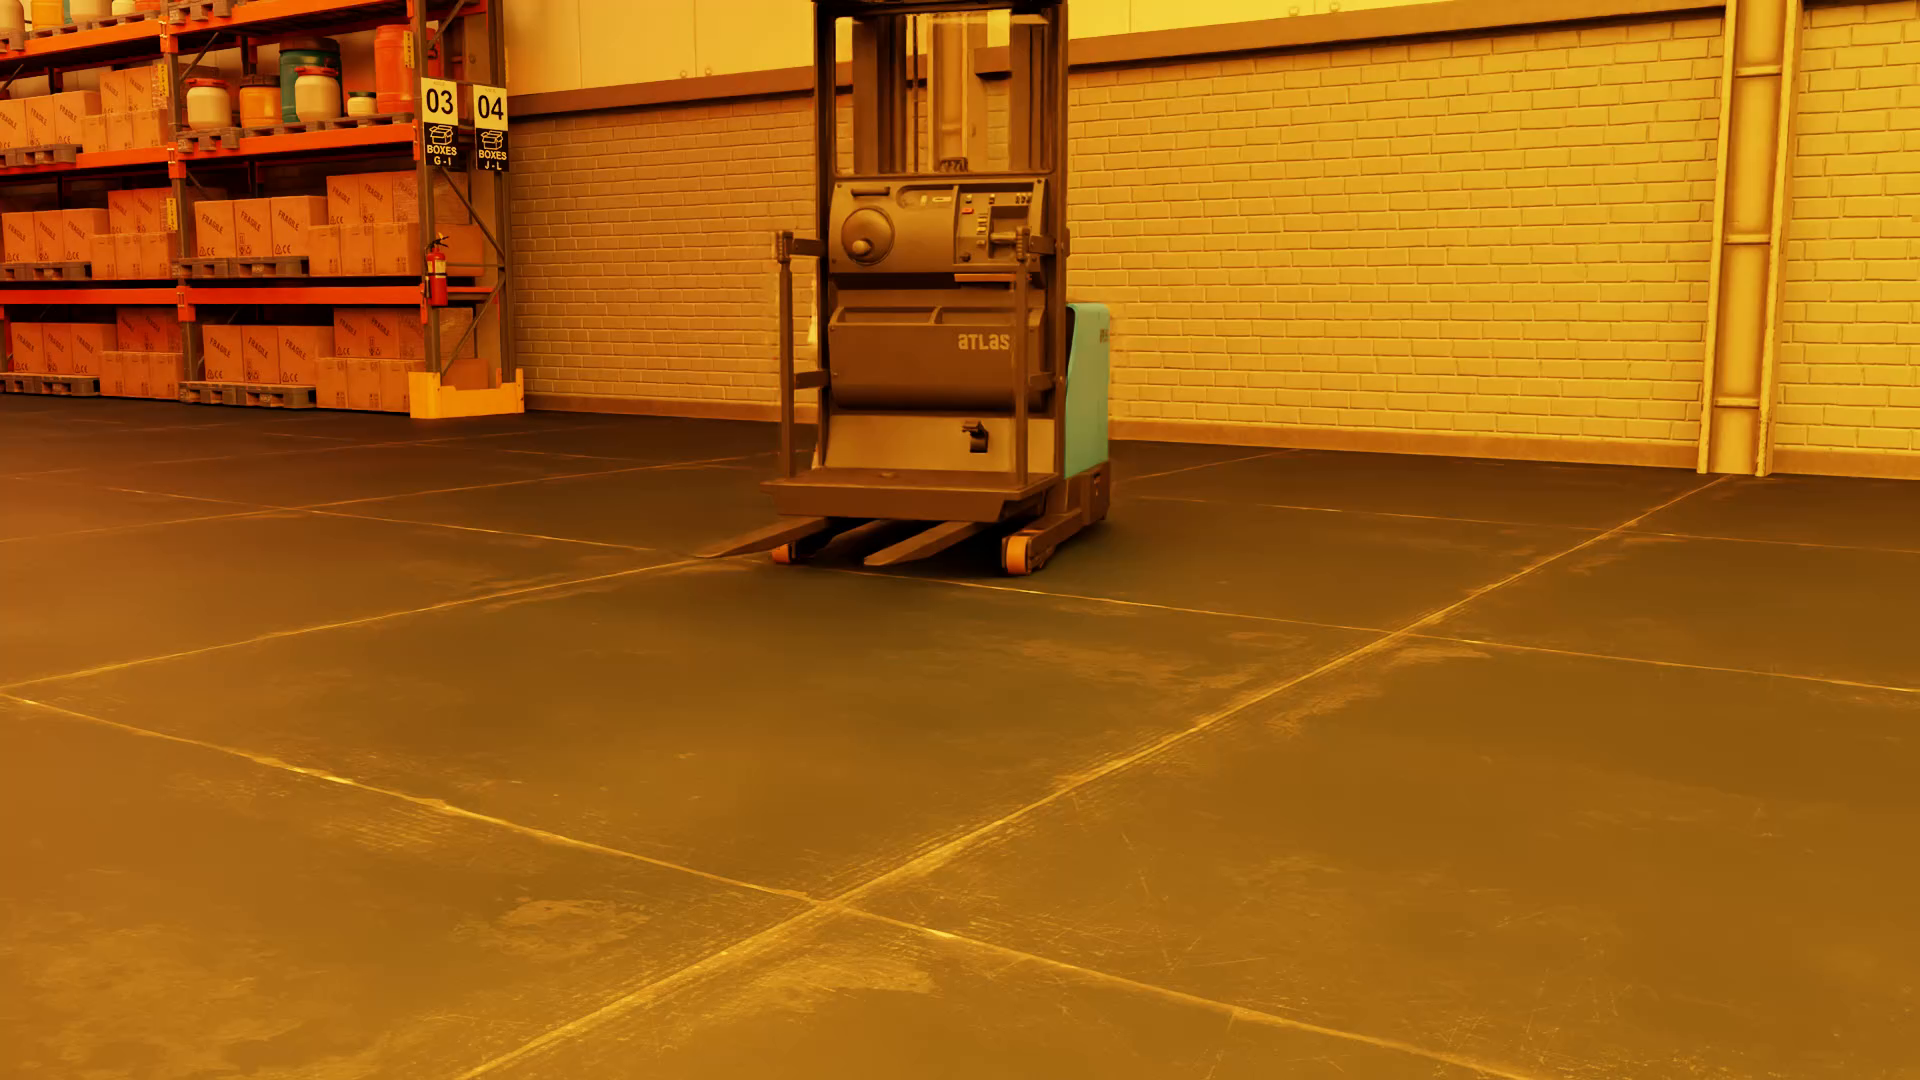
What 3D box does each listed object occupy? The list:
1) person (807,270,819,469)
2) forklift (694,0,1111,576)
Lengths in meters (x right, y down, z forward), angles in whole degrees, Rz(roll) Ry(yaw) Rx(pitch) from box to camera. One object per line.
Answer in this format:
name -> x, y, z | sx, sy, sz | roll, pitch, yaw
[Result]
person -> -0.716, -1.213, 10.500 | 0.519, 1.625, 0.685 | -4, 9, -28
forklift -> -0.159, -1.367, 6.809 | 1.130, 2.935, 3.031 | 2, 8, 16
